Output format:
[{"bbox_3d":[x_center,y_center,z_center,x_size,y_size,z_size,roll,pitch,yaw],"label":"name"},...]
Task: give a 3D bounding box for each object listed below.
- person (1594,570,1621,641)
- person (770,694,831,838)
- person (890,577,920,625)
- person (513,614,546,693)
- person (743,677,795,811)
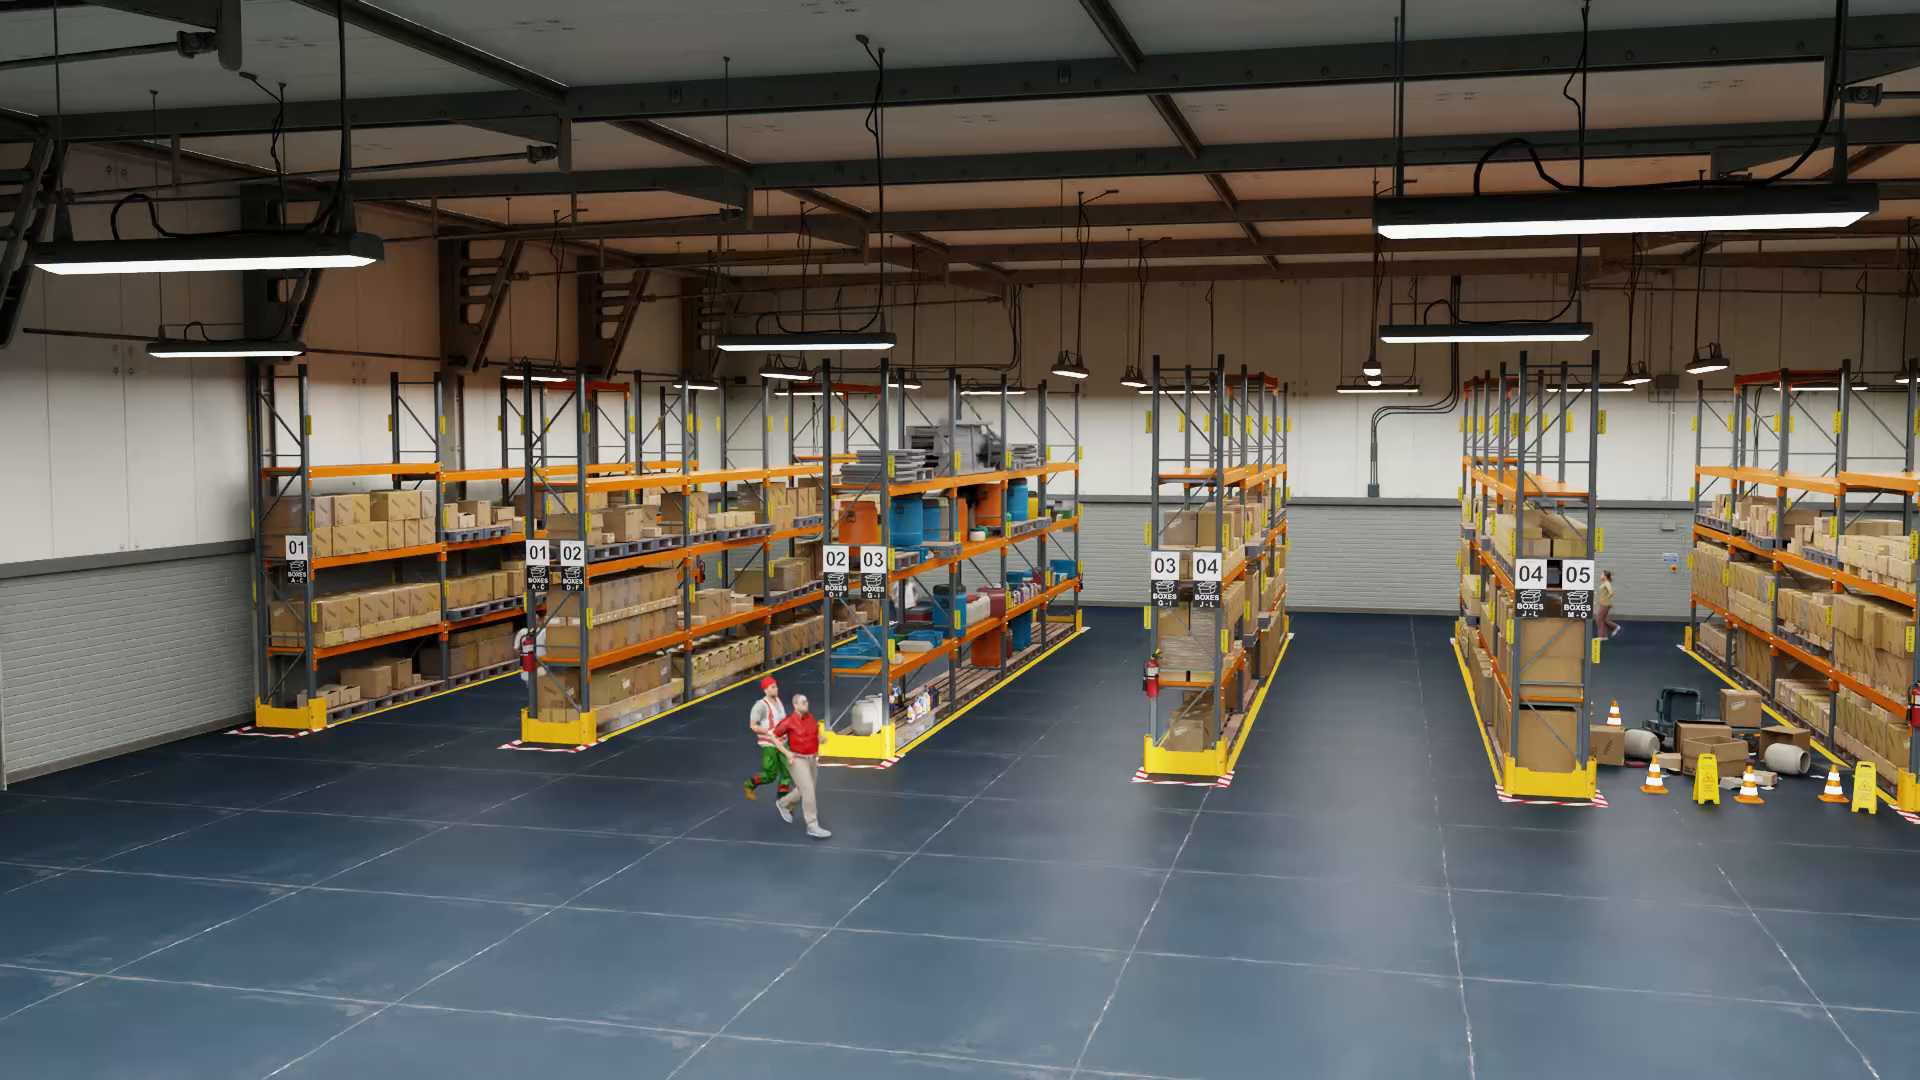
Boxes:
[{"bbox_3d":[15.069,1.526,38.646,0.596,1.645,0.599,1,4,13],"label":"person"},{"bbox_3d":[-1.946,2.732,20.362,0.953,1.700,0.672,3,5,34],"label":"person"},{"bbox_3d":[-1.238,1.550,37.369,0.661,1.777,0.922,0,4,3],"label":"person"},{"bbox_3d":[-7.263,2.169,28.308,0.685,1.842,0.776,1,4,9],"label":"person"},{"bbox_3d":[-2.457,2.642,21.590,0.761,1.745,0.663,3,5,34],"label":"person"}]
